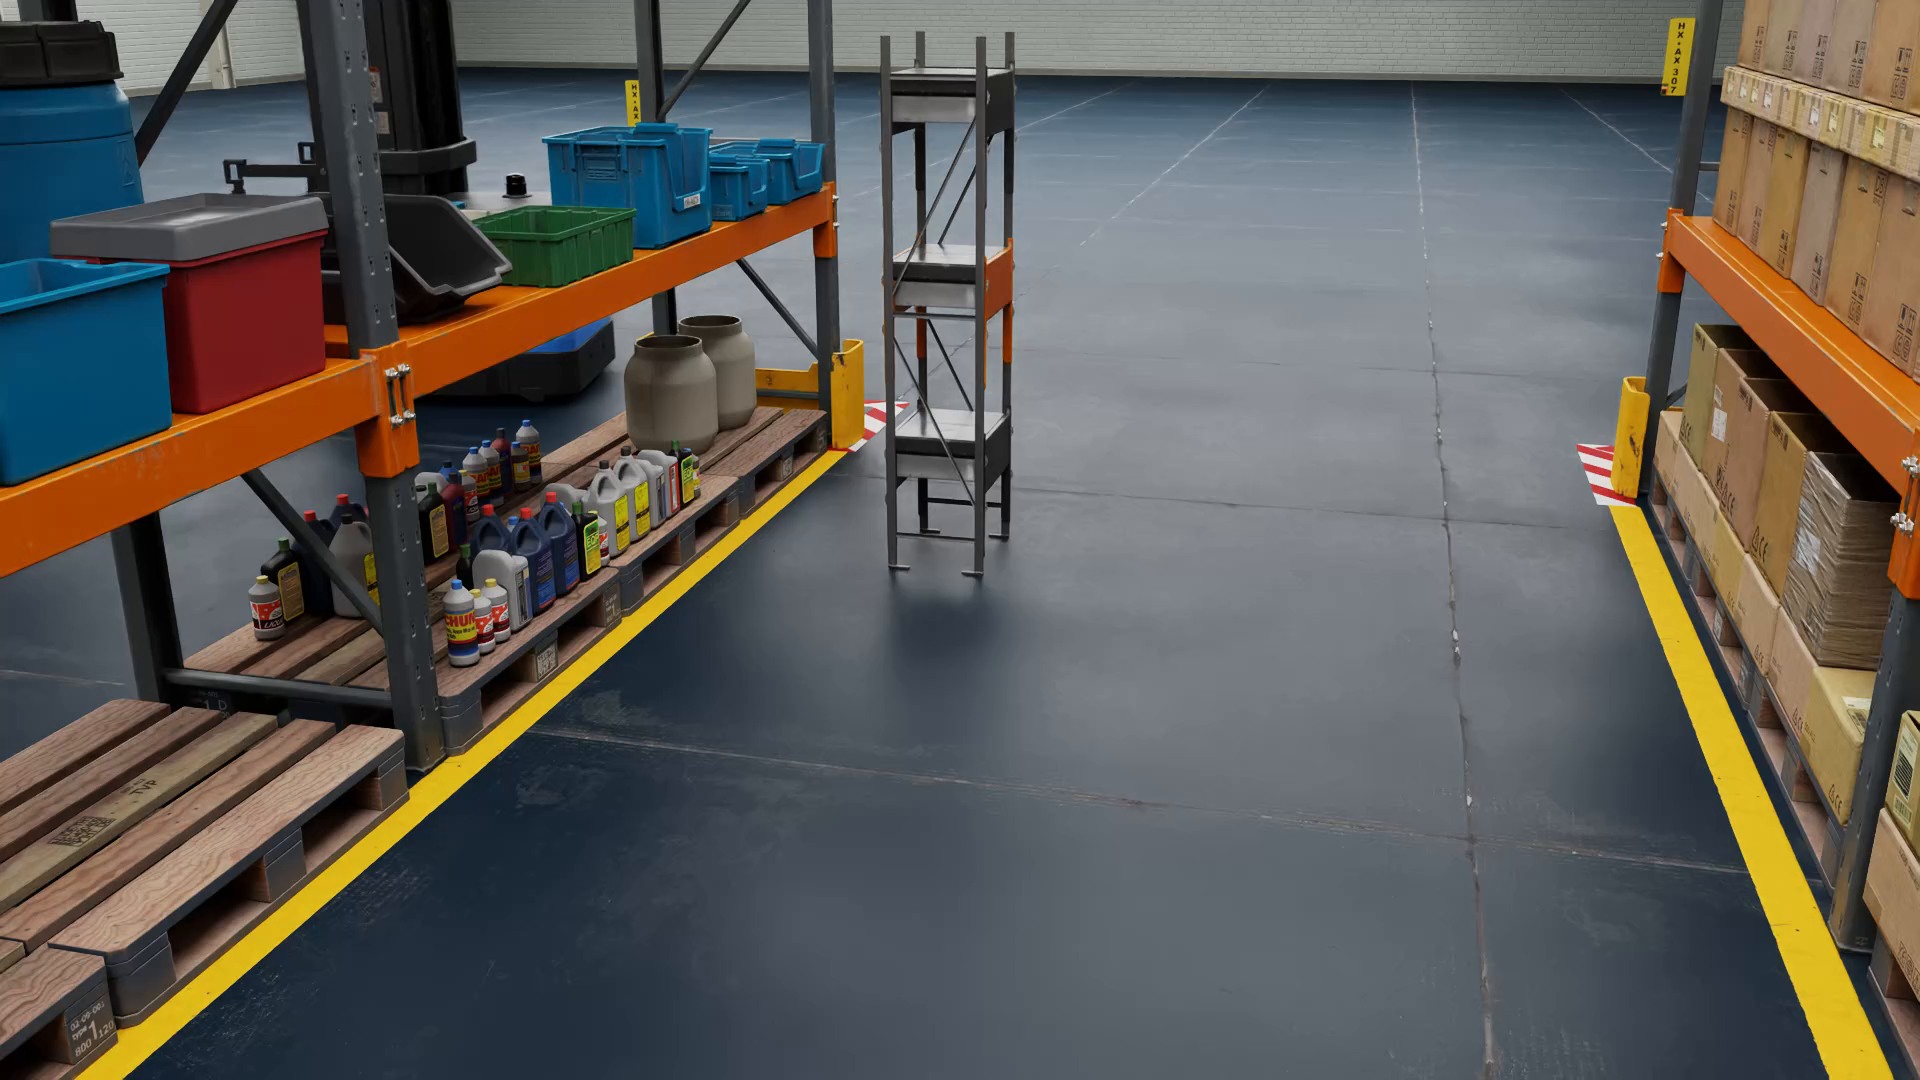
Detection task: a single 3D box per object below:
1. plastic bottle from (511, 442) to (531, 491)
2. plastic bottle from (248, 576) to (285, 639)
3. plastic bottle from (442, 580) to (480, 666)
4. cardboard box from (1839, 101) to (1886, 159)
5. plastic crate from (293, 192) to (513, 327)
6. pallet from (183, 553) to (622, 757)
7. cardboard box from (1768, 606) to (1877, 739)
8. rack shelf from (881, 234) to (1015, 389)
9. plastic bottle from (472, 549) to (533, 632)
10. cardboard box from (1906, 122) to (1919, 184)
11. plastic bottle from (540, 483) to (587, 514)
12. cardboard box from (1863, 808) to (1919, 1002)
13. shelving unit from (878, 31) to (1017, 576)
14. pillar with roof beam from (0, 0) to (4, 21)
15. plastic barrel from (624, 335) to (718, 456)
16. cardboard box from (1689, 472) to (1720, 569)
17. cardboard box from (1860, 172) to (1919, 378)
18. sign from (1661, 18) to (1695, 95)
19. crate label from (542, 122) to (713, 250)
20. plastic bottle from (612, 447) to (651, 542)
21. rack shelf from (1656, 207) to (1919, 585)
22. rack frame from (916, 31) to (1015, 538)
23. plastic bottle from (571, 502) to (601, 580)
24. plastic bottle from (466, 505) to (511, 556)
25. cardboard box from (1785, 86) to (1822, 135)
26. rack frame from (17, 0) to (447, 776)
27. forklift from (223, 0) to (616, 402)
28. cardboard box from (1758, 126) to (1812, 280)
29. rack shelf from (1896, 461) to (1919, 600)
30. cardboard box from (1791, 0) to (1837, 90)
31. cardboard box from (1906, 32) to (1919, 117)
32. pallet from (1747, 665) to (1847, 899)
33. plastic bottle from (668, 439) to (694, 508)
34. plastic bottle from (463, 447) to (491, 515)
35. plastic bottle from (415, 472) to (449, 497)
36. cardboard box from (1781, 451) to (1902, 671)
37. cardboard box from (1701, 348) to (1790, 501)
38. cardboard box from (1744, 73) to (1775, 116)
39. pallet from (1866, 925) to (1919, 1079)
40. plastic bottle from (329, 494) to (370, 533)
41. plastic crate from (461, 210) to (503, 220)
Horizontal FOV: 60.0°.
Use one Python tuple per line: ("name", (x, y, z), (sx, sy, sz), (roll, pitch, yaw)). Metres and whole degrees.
("plastic bottle", (-1.897, -0.320, 7.132), (0.097, 0.201, 0.097), (0, 19, 0))
("plastic bottle", (-2.317, 0.219, 5.554), (0.097, 0.201, 0.097), (0, 19, 0))
("plastic bottle", (-1.601, 0.259, 5.328), (0.097, 0.271, 0.097), (0, 19, 0))
("cardboard box", (2.869, -1.220, 4.962), (0.380, 0.149, 0.250), (5, 20, 15))
("plastic crate", (-1.852, -0.883, 5.228), (0.767, 0.338, 0.504), (5, 19, 13))
("pallet", (-1.899, 0.354, 5.825), (1.003, 0.211, 1.213), (5, 19, 13))
("cardboard box", (2.732, 0.418, 4.928), (0.500, 0.250, 0.500), (5, 19, 13))
("rack shelf", (-0.040, -0.929, 6.701), (0.431, 0.518, 0.480), (5, 19, 13))
("plastic bottle", (-1.548, 0.154, 5.631), (0.152, 0.276, 0.135), (5, 20, 15))
("cardboard box", (2.681, -0.982, 4.264), (0.380, 0.149, 0.250), (4, 19, 12))
("plastic bottle", (-1.504, -0.094, 6.356), (0.152, 0.276, 0.135), (5, 19, 13))
("cardboard box", (2.360, 0.843, 3.682), (0.500, 0.250, 0.500), (4, 19, 12))
("shelving unit", (-0.040, -0.942, 6.696), (0.431, 2.100, 0.503), (5, 19, 13))
("pillar with roof beam", (-12.825, -11.570, 27.141), (9.100, 9.000, 0.400), (5, 19, 13))
("plastic barrel", (-1.336, -0.664, 7.691), (0.421, 0.512, 0.421), (0, 19, 0))
("cardboard box", (3.088, -0.053, 6.307), (0.500, 0.250, 0.500), (5, 19, 13))
("cardboard box", (2.924, -0.719, 4.497), (0.700, 0.500, 0.500), (4, 19, 13))
("sign", (3.139, -2.113, 7.270), (0.100, 0.325, 0.005), (5, 19, 13))
("crate label", (-1.314, -1.431, 6.681), (0.502, 0.435, 0.616), (5, 19, 13))
("plastic bottle", (-1.309, -0.184, 6.503), (0.144, 0.351, 0.185), (5, 20, 16))
("rack shelf", (3.187, -0.653, 5.570), (1.077, 0.370, 4.000), (5, 19, 13))
("rack frame", (0.019, -1.018, 6.920), (0.400, 2.100, 0.015), (5, 19, 13))
("plastic bottle", (-1.377, -0.009, 6.095), (0.061, 0.283, 0.133), (6, 20, 16))
("plastic bottle", (-1.644, 0.055, 5.803), (0.144, 0.351, 0.185), (5, 19, 13))
("cardboard box", (3.059, -1.464, 5.676), (0.380, 0.149, 0.250), (4, 19, 13))
("rack frame", (-2.104, -0.758, 4.767), (1.000, 3.000, 0.127), (5, 19, 13))
("forklift", (-3.652, -2.319, 9.442), (3.031, 2.935, 1.130), (1, 19, 2))
("cardboard box", (3.299, -1.202, 5.910), (0.700, 0.500, 0.500), (5, 19, 14))
("rack shelf", (2.210, 0.601, 1.900), (1.077, 0.370, 4.000), (5, 19, 13))
("cardboard box", (3.291, -1.796, 5.643), (0.700, 0.500, 0.500), (5, 19, 14))
("cardboard box", (2.923, -1.325, 4.265), (0.700, 0.500, 0.500), (5, 19, 13))
("pallet", (2.934, 0.707, 4.789), (1.003, 0.211, 1.213), (5, 19, 13))
("plastic bottle", (-1.161, -0.287, 6.908), (0.061, 0.283, 0.133), (5, 20, 15))
("plastic bottle", (-1.980, -0.247, 6.810), (0.097, 0.271, 0.097), (0, 19, 0))
("plastic bottle", (-2.056, -0.114, 6.415), (0.152, 0.276, 0.135), (5, 19, 14))
("cardboard box", (2.733, 0.063, 4.806), (0.500, 0.500, 0.500), (5, 19, 13))
("cardboard box", (3.099, -0.407, 6.183), (0.500, 0.500, 0.500), (5, 19, 13))
("cardboard box", (3.247, -1.707, 6.387), (0.380, 0.149, 0.250), (5, 19, 14))
("pallet", (2.556, 1.187, 3.384), (1.003, 0.211, 1.213), (5, 19, 13))
("plastic bottle", (-2.179, 0.002, 5.958), (0.144, 0.351, 0.185), (4, 19, 11))
("plastic crate", (-1.953, -1.163, 6.359), (0.530, 0.136, 0.437), (5, 19, 13))
